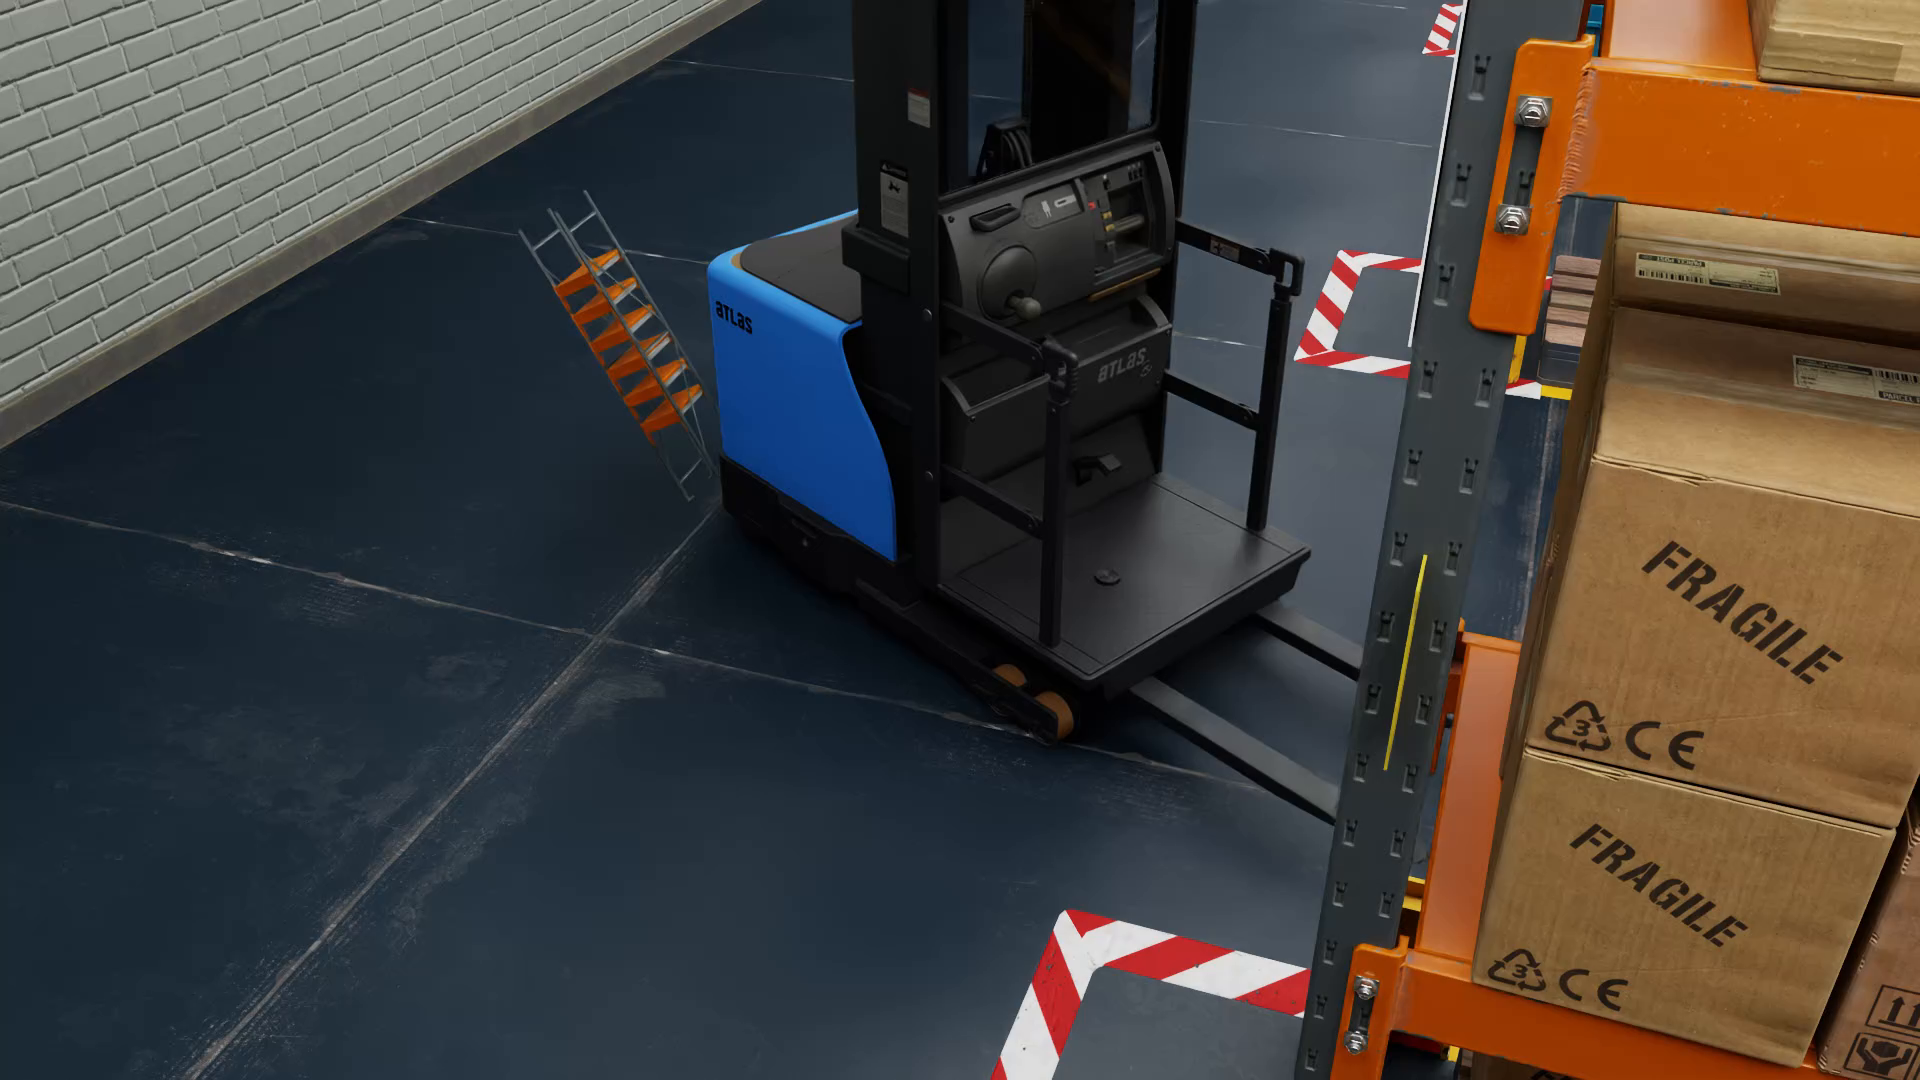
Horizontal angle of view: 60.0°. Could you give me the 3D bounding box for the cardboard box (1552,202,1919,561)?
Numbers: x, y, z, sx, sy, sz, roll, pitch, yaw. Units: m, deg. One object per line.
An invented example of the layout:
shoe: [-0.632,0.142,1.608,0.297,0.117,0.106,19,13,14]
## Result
cardboard box: [1.339,-0.255,2.865,0.500,0.500,0.500,11,34,16]

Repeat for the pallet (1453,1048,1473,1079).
pallet: [1.650,1.597,3.582,1.213,0.211,1.003,11,34,16]

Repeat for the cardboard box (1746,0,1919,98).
cardboard box: [1.225,-0.707,1.952,0.500,0.250,0.500,11,34,16]

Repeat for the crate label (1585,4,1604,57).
crate label: [2.623,-2.004,6.687,0.303,0.233,0.416,11,34,16]

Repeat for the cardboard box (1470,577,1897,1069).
cardboard box: [1.156,0.440,2.711,0.500,0.500,0.500,12,35,17]

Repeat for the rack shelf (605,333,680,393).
rack shelf: [-1.199,-0.683,6.320,0.180,0.103,0.258,-18,24,28]

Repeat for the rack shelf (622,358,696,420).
rack shelf: [-1.144,-0.585,6.363,0.180,0.103,0.258,-18,24,28]

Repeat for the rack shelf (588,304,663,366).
rack shelf: [-1.254,-0.780,6.278,0.180,0.103,0.258,-18,24,28]

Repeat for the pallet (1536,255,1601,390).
pallet: [3.265,-0.920,7.480,1.213,0.211,1.003,11,34,16]

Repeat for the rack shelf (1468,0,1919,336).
rack shelf: [2.710,-0.326,1.887,4.000,0.370,1.077,11,34,16]

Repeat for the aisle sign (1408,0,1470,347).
aisle sign: [0.664,-0.688,2.154,0.004,0.787,0.394,11,34,16]

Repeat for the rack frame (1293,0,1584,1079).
rack frame: [0.827,0.266,3.072,0.127,3.000,1.000,11,34,16]

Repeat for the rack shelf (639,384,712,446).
rack shelf: [-1.089,-0.487,6.406,0.180,0.103,0.258,-18,24,28]

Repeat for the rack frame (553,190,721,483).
rack frame: [-1.143,-0.743,6.261,0.006,1.200,0.240,-18,24,28]

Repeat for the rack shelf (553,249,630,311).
rack shelf: [-1.365,-0.976,6.192,0.180,0.103,0.258,-18,24,28]

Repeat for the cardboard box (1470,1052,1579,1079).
cardboard box: [1.422,1.105,3.671,0.500,0.500,0.500,11,34,16]

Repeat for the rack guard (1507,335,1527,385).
rack guard: [2.475,-1.210,7.663,0.348,0.500,1.175,11,34,16]

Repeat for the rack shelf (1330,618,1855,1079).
rack shelf: [2.710,0.935,2.700,4.000,0.370,1.077,11,34,16]

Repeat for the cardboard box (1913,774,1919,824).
cardboard box: [1.651,0.112,2.297,0.500,0.500,0.500,11,35,17]

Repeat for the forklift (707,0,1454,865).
forklift: [0.461,-0.899,4.941,1.130,2.935,3.031,-26,41,-34]

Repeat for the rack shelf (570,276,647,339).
rack shelf: [-1.310,-0.878,6.235,0.180,0.103,0.258,-18,24,28]

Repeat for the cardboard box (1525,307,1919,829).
cardboard box: [1.156,0.020,2.439,0.500,0.500,0.500,12,35,18]

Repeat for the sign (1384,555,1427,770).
sign: [0.645,0.180,2.408,0.005,0.325,0.100,11,34,16]

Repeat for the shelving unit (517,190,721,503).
shelving unit: [-1.220,-0.719,6.305,0.189,1.200,0.258,-18,24,28]

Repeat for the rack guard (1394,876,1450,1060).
rack guard: [0.899,1.330,3.728,0.348,0.500,1.175,11,34,16]

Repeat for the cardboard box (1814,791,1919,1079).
cardboard box: [1.644,0.532,2.568,0.500,0.500,0.500,11,34,16]

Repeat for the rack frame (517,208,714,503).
rack frame: [-1.296,-0.694,6.348,0.006,1.200,0.240,-18,24,28]

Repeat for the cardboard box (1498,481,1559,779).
cardboard box: [1.341,0.167,3.133,0.500,0.500,0.500,12,35,18]
